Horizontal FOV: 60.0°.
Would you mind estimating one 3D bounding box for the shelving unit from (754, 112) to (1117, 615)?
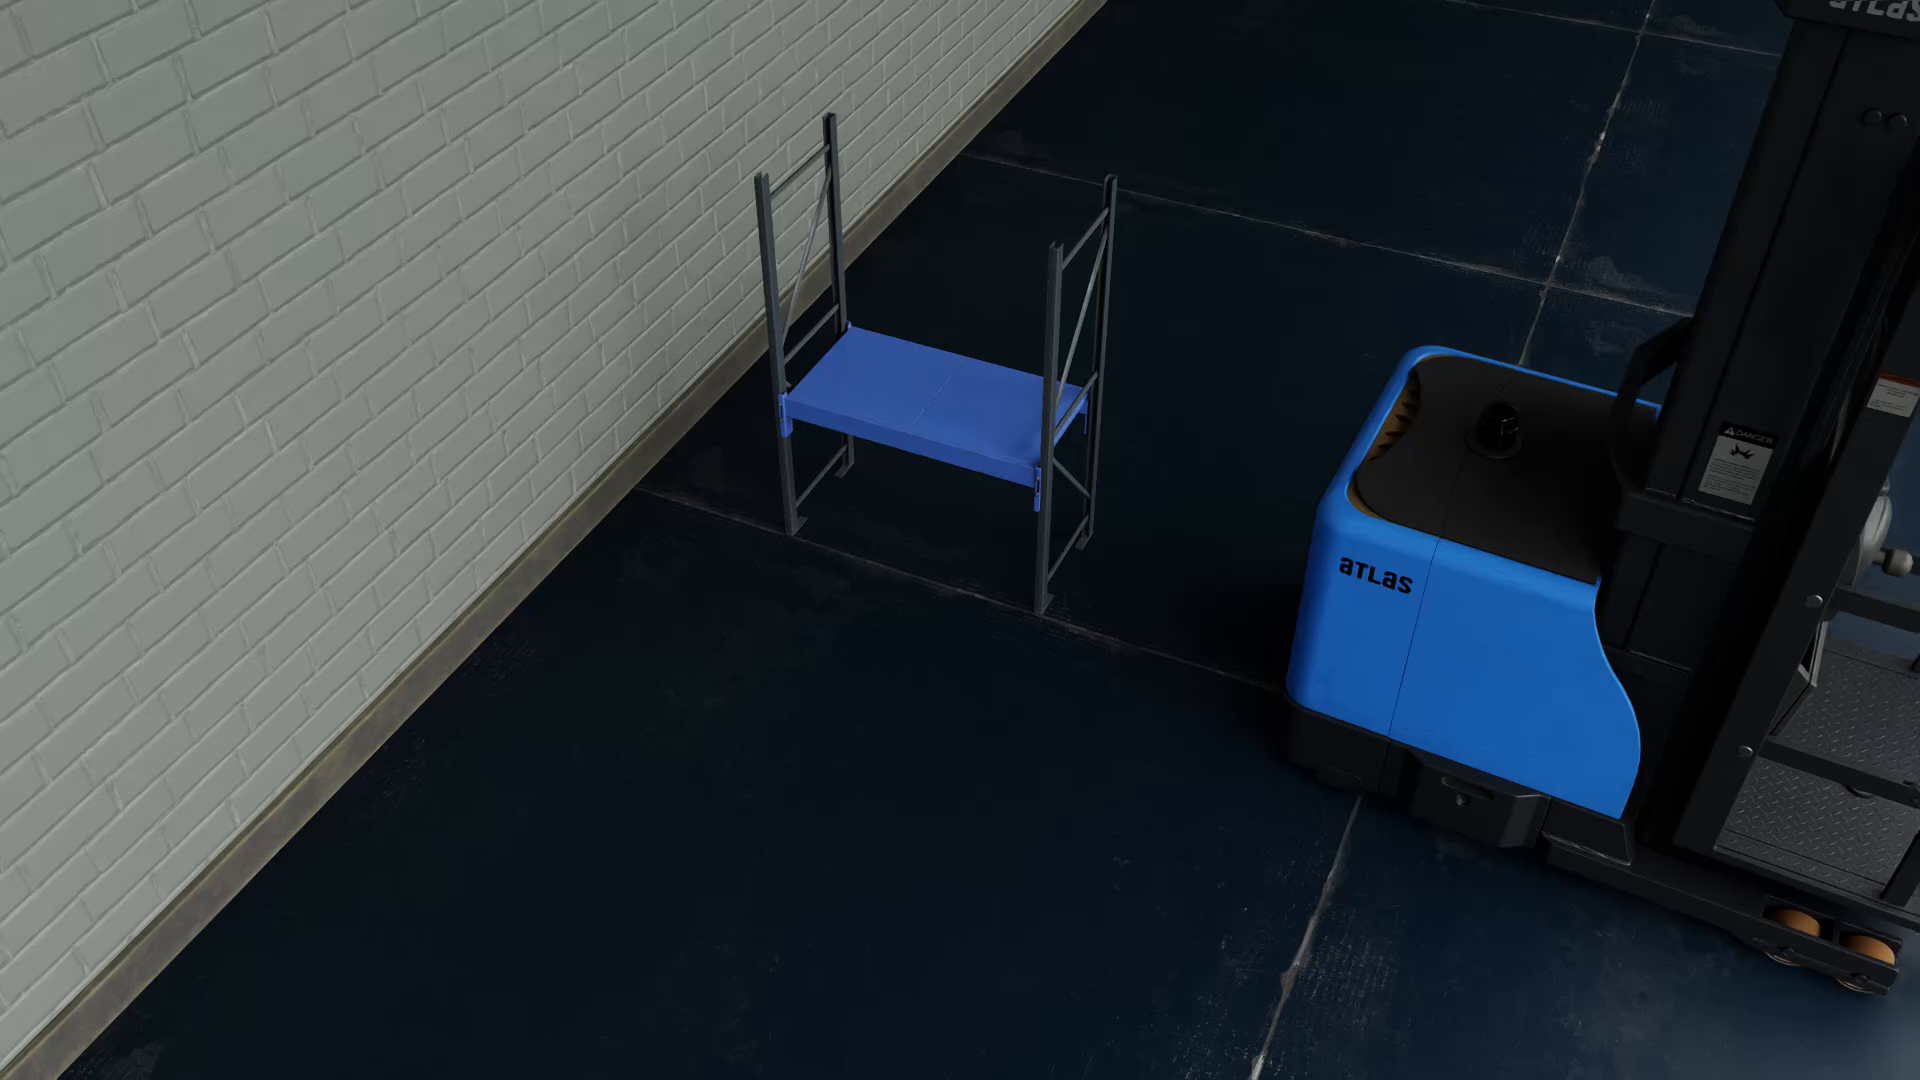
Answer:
[{"bbox_3d":[-0.077,-0.590,5.786,1.048,1.500,0.538,17,44,19],"label":"shelving unit"}]

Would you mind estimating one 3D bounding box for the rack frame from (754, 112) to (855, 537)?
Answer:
[{"bbox_3d":[-0.538,-0.731,5.948,0.032,1.500,0.500,17,44,19],"label":"rack frame"}]

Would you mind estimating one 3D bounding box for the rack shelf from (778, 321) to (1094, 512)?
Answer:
[{"bbox_3d":[-0.077,-0.454,5.904,1.000,0.185,0.538,17,44,19],"label":"rack shelf"}]

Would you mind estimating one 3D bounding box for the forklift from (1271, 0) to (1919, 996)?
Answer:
[{"bbox_3d":[2.558,-0.216,4.262,3.031,2.935,1.130,19,44,21],"label":"forklift"}]

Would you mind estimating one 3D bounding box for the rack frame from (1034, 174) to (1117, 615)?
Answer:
[{"bbox_3d":[0.383,-0.450,5.624,0.032,1.500,0.500,17,44,19],"label":"rack frame"}]
